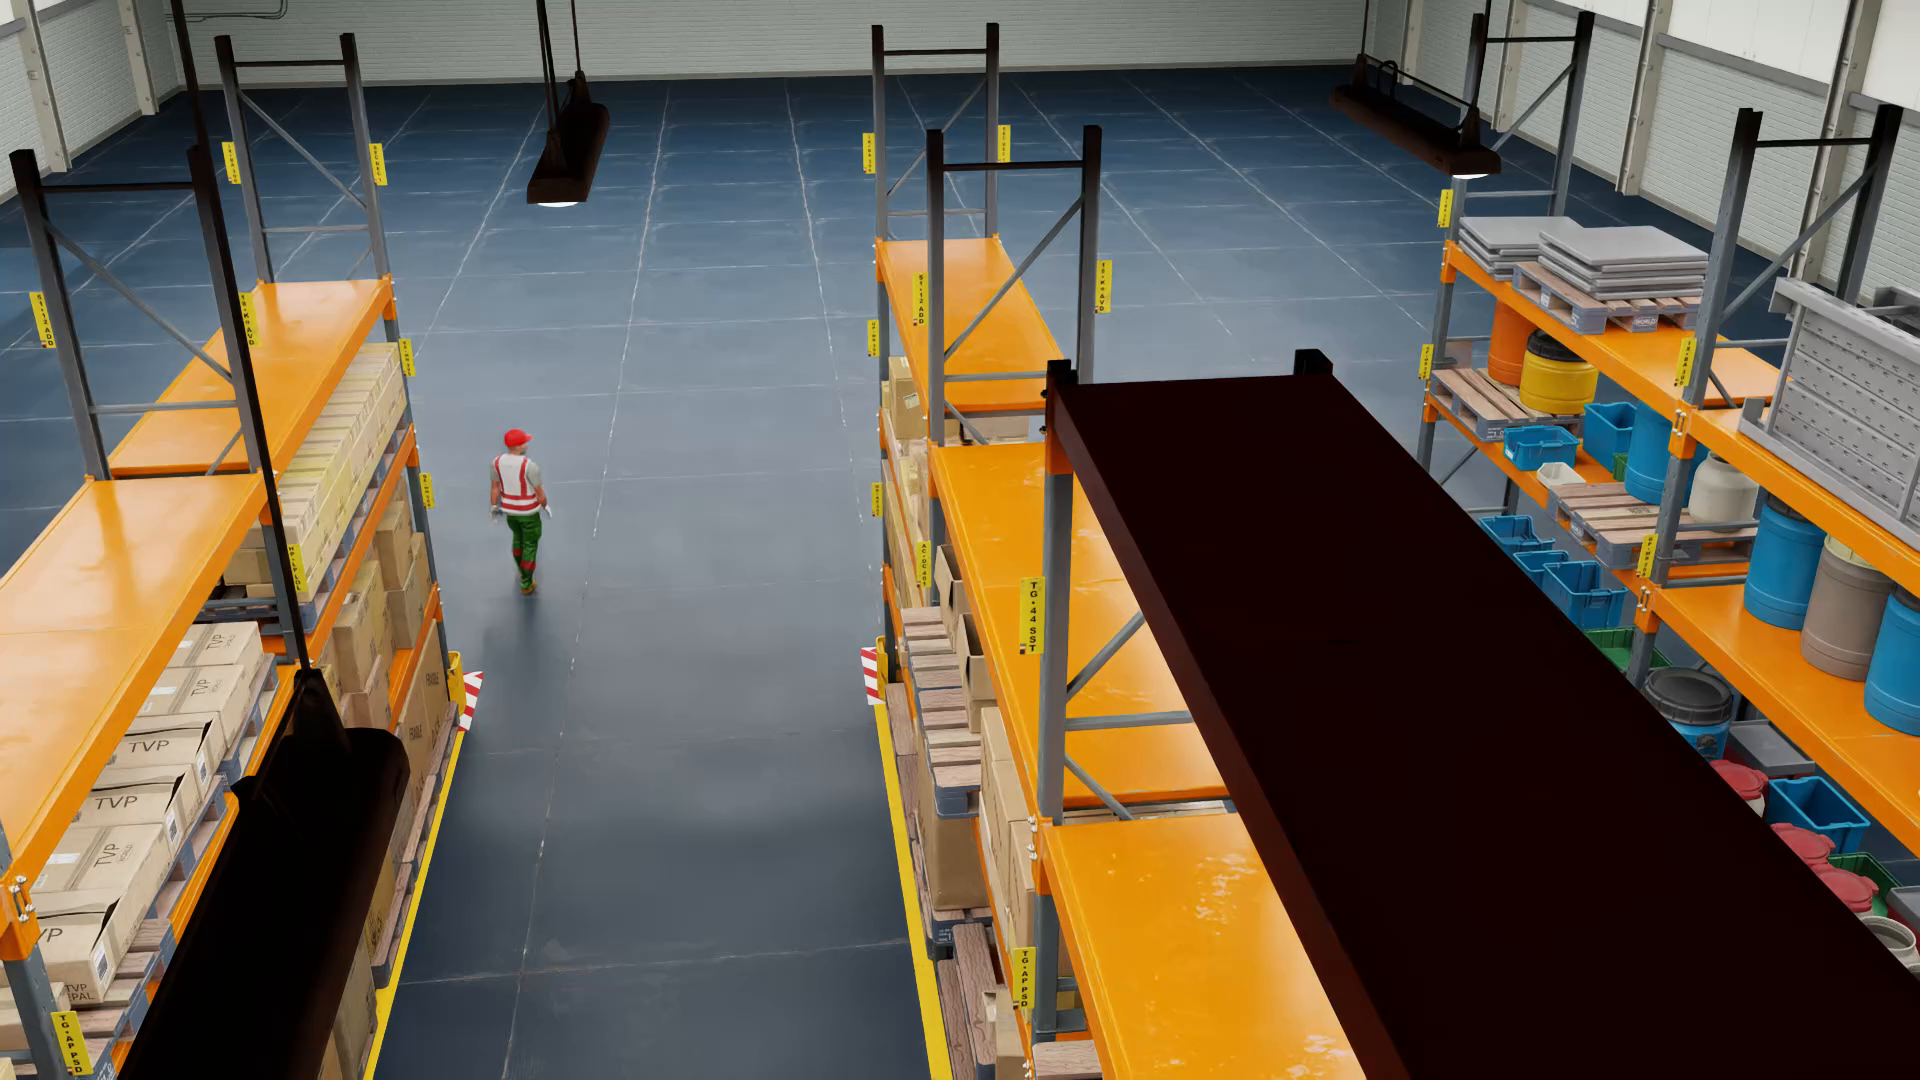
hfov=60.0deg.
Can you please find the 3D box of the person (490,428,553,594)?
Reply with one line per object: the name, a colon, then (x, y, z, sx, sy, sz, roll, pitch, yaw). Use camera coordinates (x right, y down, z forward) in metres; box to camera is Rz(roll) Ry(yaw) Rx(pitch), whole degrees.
person: (-4.480, -0.361, 17.196, 0.623, 1.791, 0.639, 9, 27, 18)
